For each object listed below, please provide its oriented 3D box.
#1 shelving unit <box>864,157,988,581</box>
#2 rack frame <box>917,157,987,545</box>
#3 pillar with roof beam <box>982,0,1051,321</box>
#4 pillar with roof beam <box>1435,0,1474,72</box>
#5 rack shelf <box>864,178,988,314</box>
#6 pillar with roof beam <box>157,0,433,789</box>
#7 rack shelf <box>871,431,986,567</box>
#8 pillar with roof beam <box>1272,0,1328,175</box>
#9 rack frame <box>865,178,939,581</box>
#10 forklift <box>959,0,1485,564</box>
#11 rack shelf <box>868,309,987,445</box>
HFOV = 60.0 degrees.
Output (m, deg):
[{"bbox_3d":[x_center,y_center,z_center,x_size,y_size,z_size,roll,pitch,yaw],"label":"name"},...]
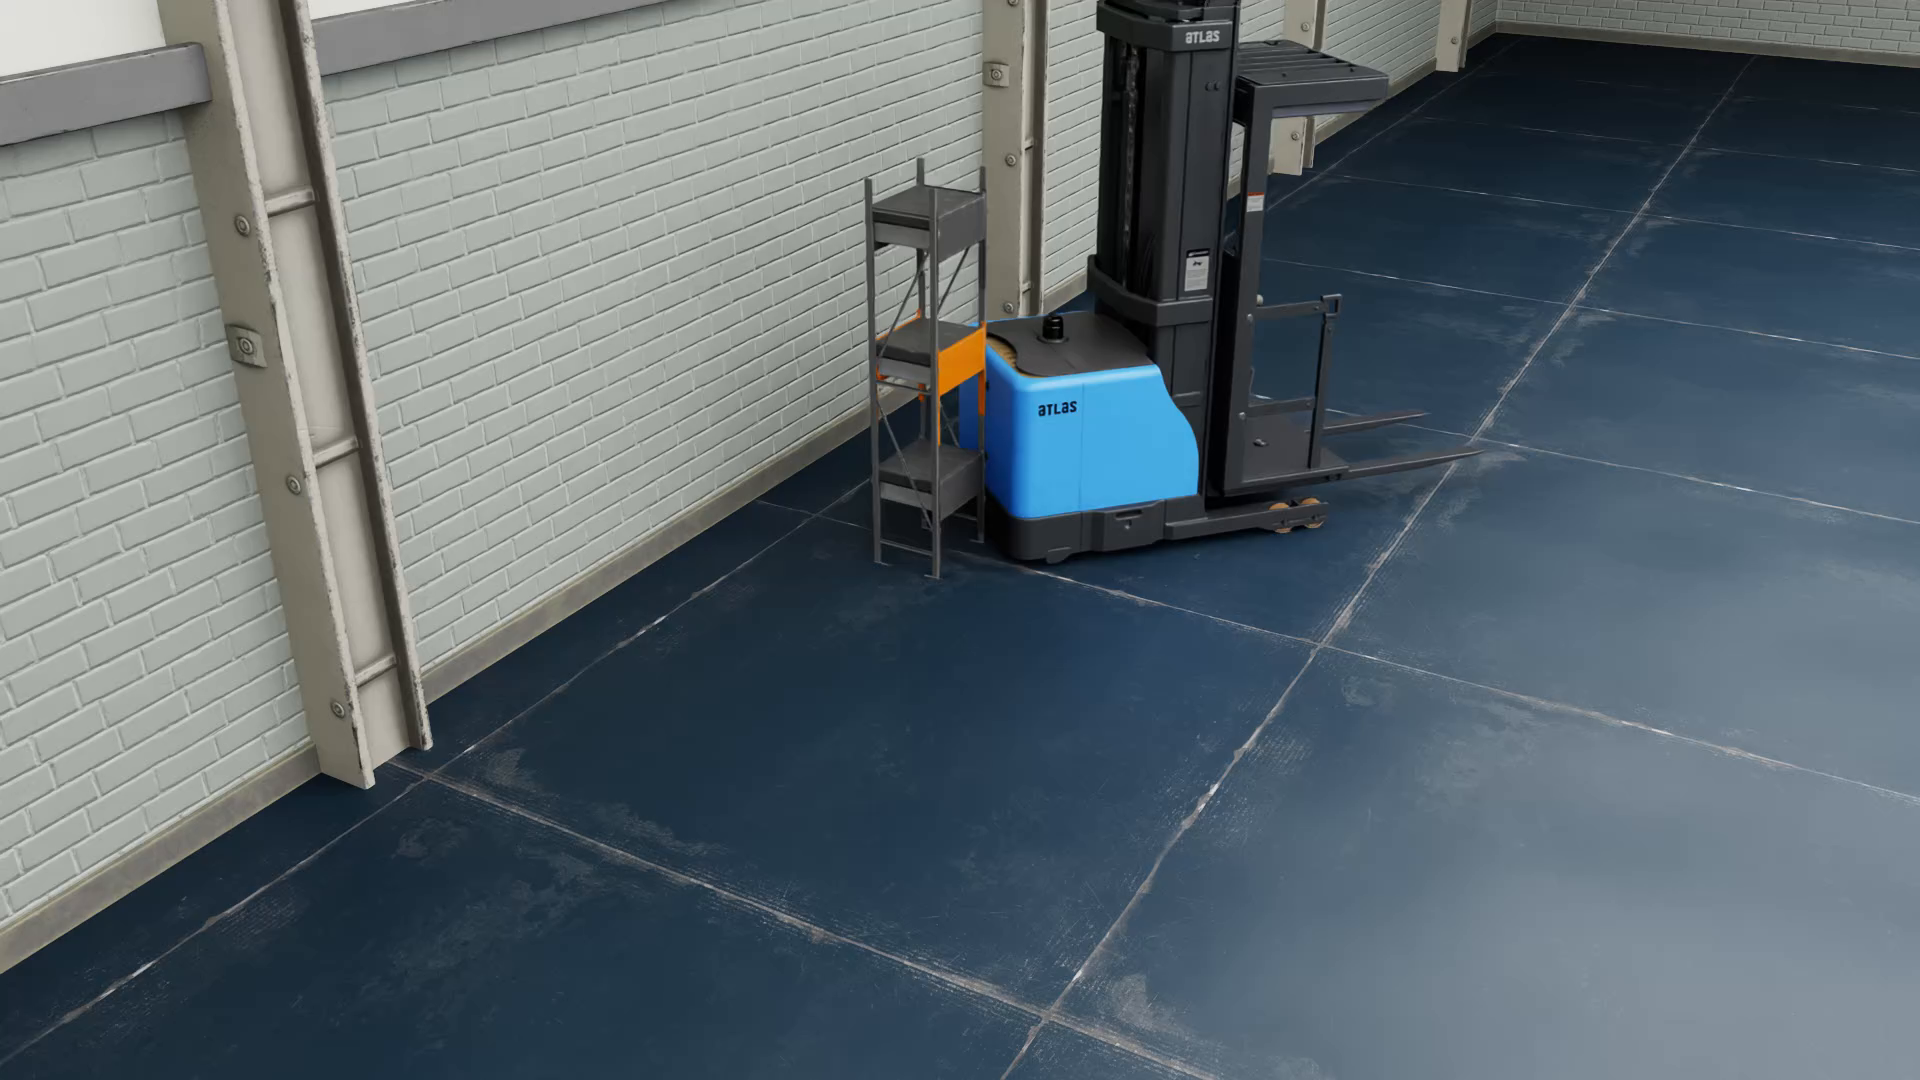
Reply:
[{"bbox_3d":[-0.164,-0.864,8.630,0.431,2.100,0.503,15,30,27],"label":"shelving unit"},{"bbox_3d":[-0.041,-0.958,8.818,0.400,2.100,0.015,15,30,27],"label":"rack frame"},{"bbox_3d":[4.121,-4.457,8.100,9.100,9.000,0.400,14,30,26],"label":"pillar with roof beam"},{"bbox_3d":[10.025,-9.133,17.442,9.100,9.000,0.400,14,30,26],"label":"pillar with roof beam"},{"bbox_3d":[-0.164,-1.477,8.322,0.431,0.518,0.480,15,30,27],"label":"rack shelf"},{"bbox_3d":[1.170,-2.118,3.429,9.100,9.000,0.400,14,30,26],"label":"pillar with roof beam"},{"bbox_3d":[-0.164,-0.226,8.949,0.431,0.518,0.480,15,30,27],"label":"rack shelf"},{"bbox_3d":[7.073,-6.795,12.771,9.100,9.000,0.400,14,30,26],"label":"pillar with roof beam"},{"bbox_3d":[-0.286,-0.769,8.441,0.400,2.100,0.015,15,30,27],"label":"rack frame"},{"bbox_3d":[1.557,-1.563,9.099,3.031,2.935,1.130,-9,28,-17],"label":"forklift"},{"bbox_3d":[-0.164,-0.851,8.636,0.431,0.518,0.480,15,30,27],"label":"rack shelf"}]
